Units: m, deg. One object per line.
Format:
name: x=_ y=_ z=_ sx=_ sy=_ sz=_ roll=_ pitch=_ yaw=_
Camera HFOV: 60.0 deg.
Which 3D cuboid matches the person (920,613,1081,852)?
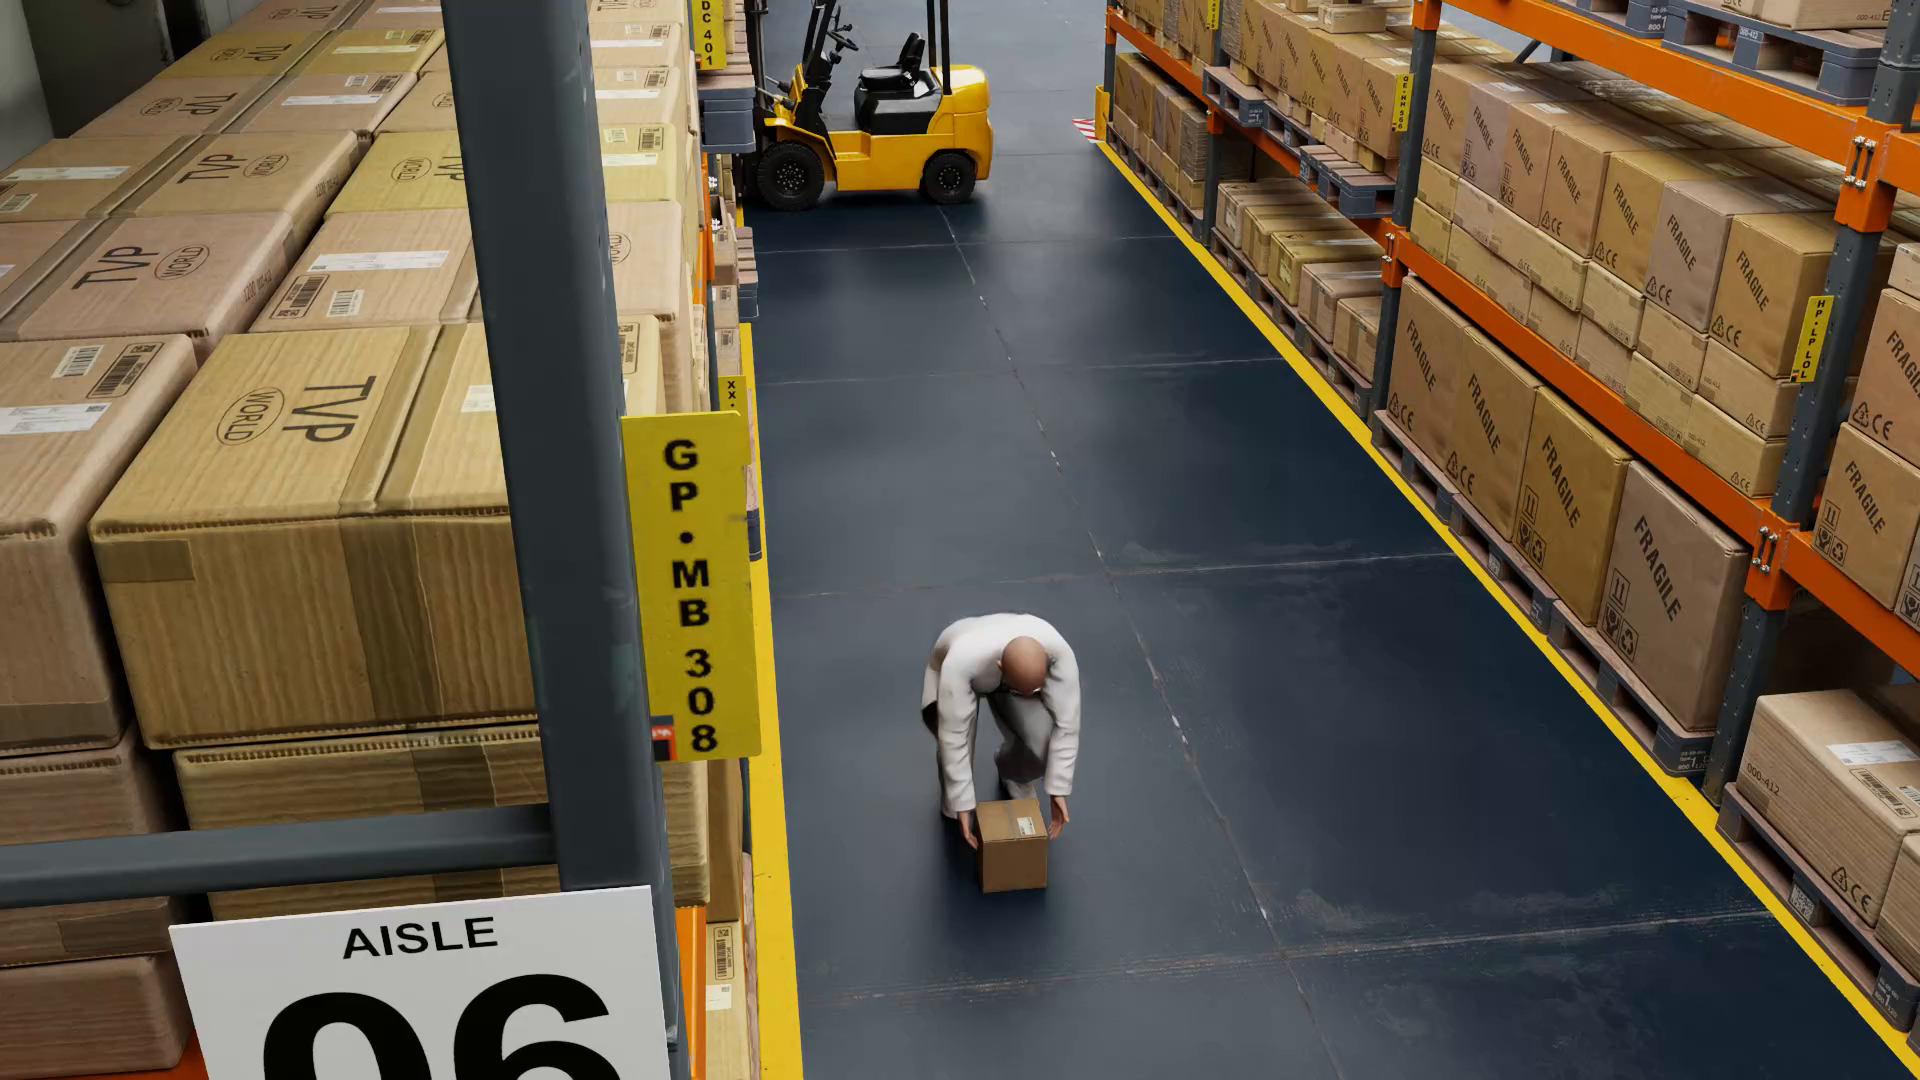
person: x=0.150 y=0.680 z=6.648 sx=0.611 sy=1.003 sz=0.898 roll=-4 pitch=27 yaw=-7
